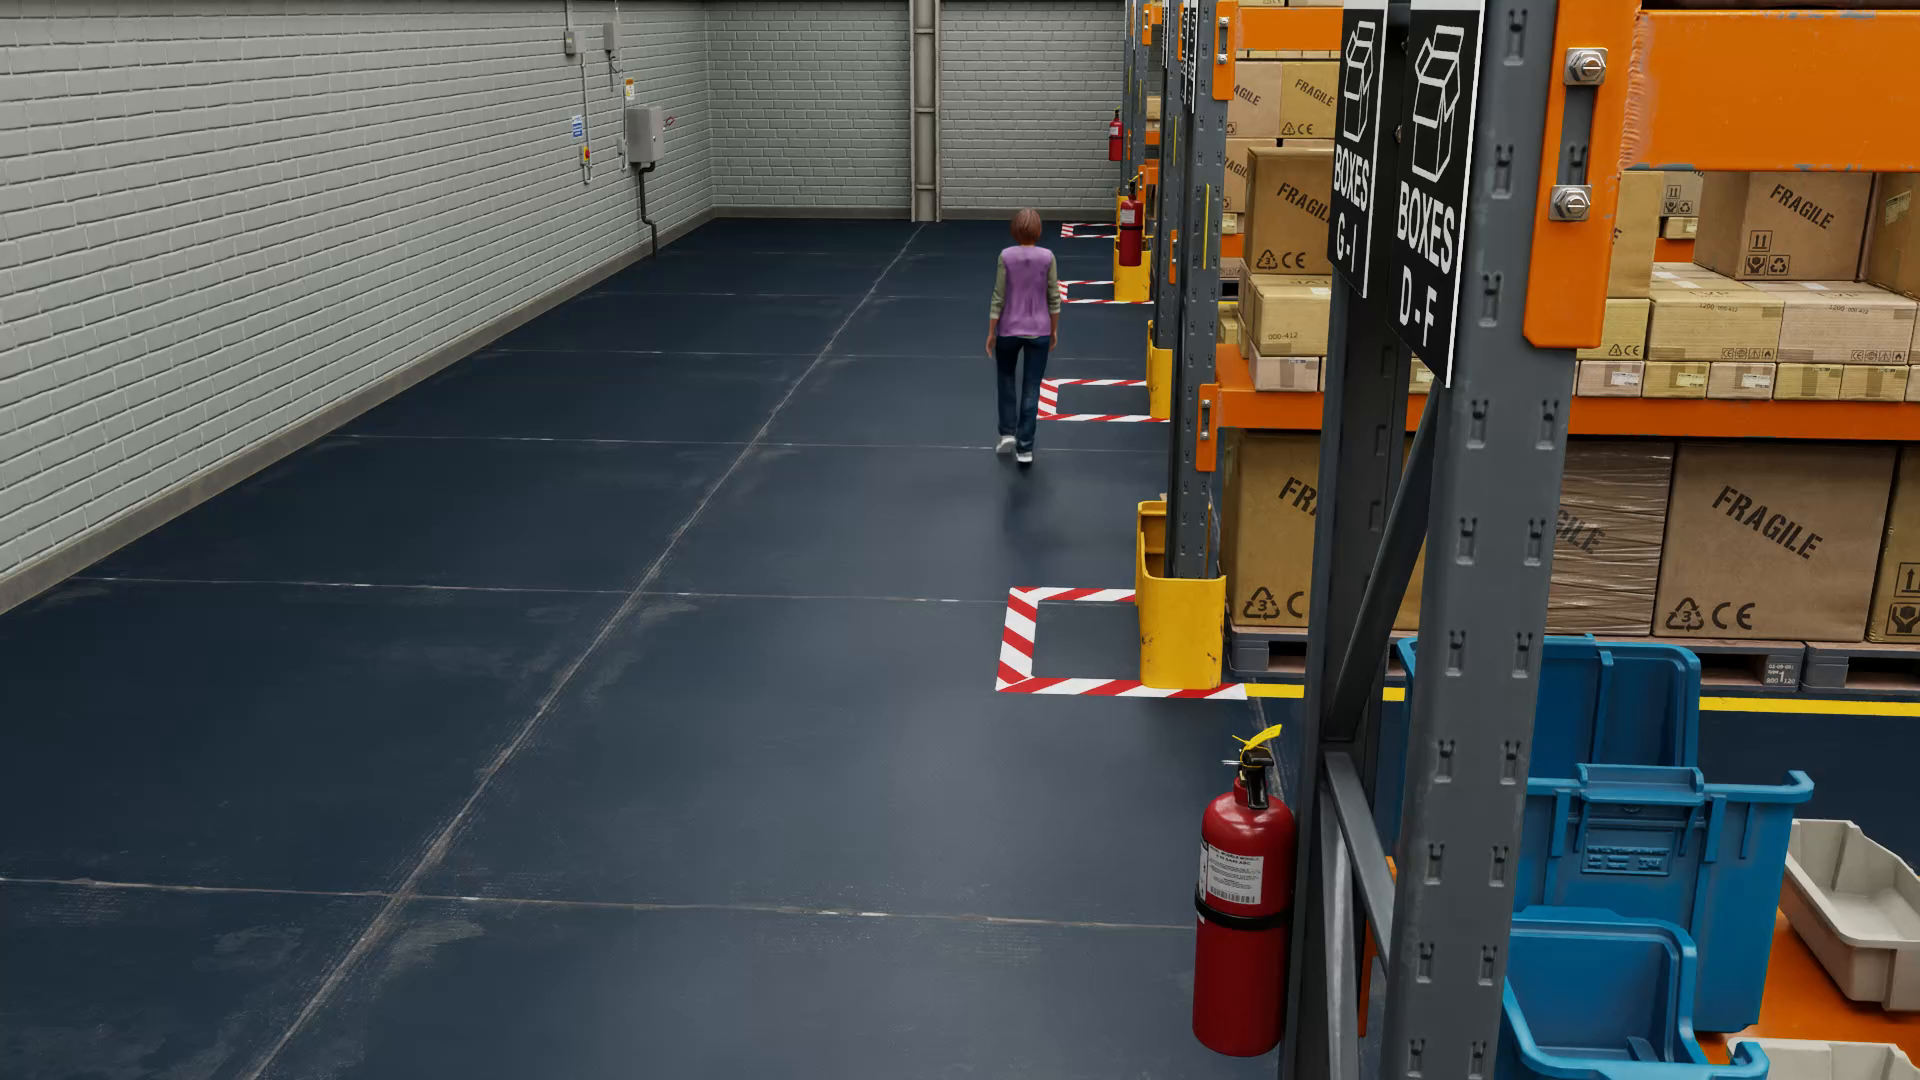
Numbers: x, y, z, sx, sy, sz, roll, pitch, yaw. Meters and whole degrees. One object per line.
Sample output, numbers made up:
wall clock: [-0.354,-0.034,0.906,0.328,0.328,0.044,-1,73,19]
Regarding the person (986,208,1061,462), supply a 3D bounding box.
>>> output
person: [0.407,-1.287,10.599,0.467,1.630,0.614,1,18,4]
